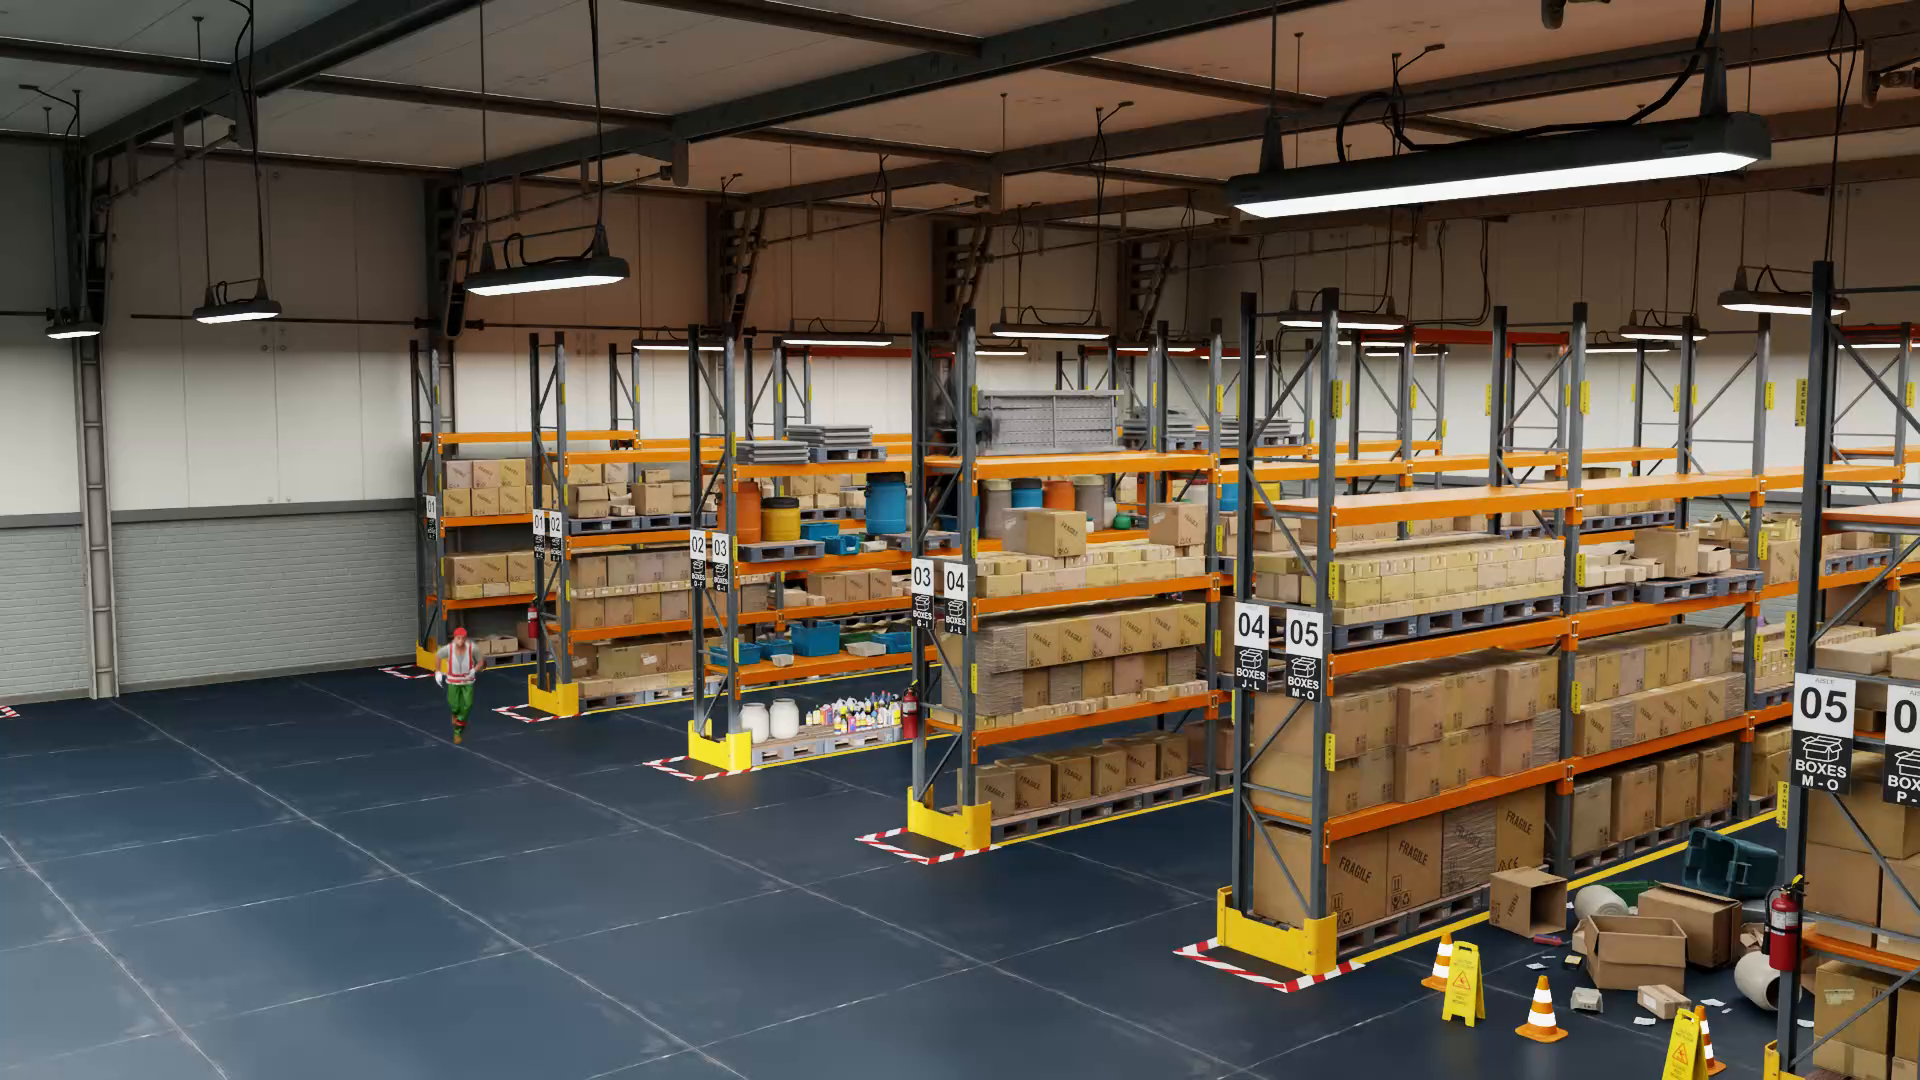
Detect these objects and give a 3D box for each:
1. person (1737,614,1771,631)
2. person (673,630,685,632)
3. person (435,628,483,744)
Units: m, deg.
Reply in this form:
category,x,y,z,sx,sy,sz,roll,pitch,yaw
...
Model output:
category,x,y,z,sx,sy,sz,roll,pitch,yaw
person,13.294,1.814,27.867,0.557,1.601,0.810,2,6,17
person,-5.030,1.534,29.821,0.621,1.746,0.681,-5,7,-41
person,-7.260,2.099,24.138,0.653,1.712,0.750,-2,6,-24
